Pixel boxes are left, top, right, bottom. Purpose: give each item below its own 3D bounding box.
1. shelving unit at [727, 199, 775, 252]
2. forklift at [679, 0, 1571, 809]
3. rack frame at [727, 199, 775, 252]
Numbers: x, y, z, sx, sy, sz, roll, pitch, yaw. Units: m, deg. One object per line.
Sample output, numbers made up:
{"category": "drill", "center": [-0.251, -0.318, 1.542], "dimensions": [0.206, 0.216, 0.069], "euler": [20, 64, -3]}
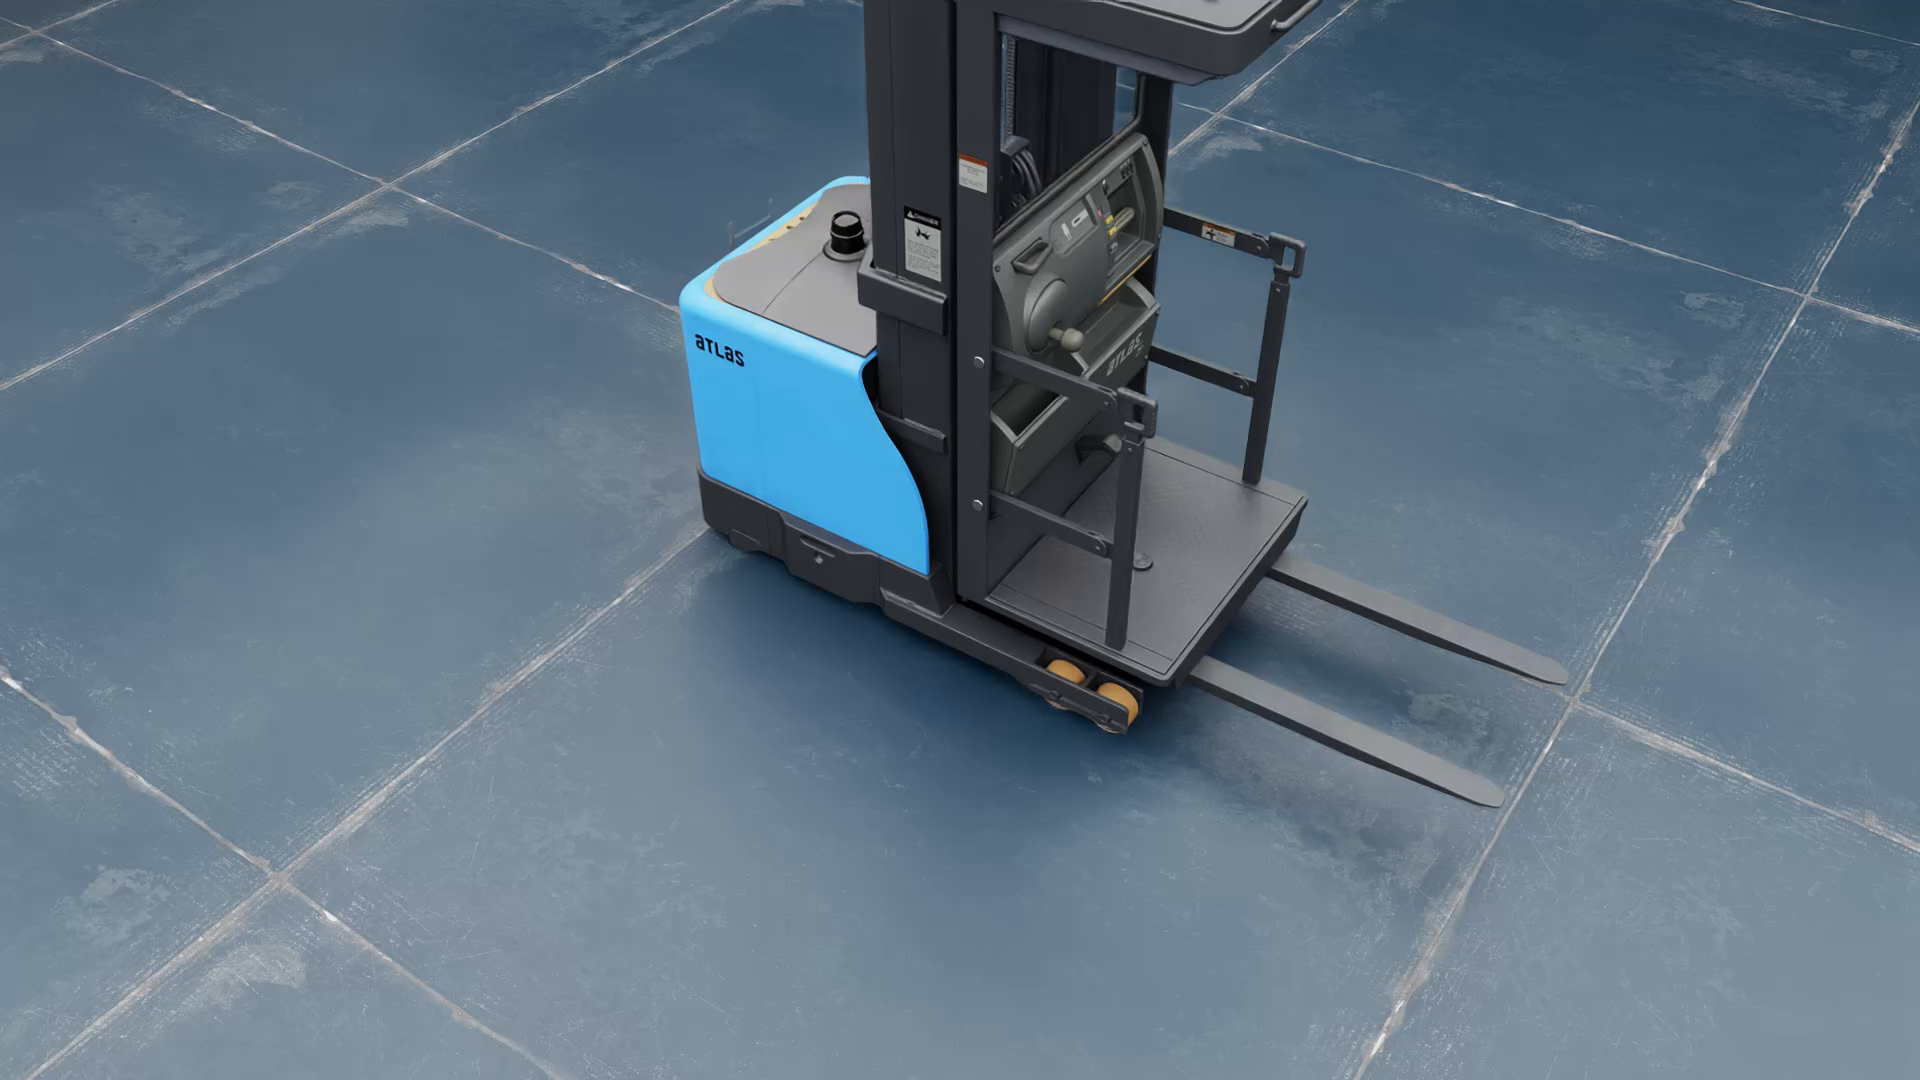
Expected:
{"category": "shelving unit", "center": [-0.694, -0.858, 6.526], "dimensions": [0.210, 0.900, 0.258], "euler": [26, 48, 30]}
{"category": "forklift", "center": [0.547, -0.858, 5.011], "dimensions": [3.031, 2.935, 1.130], "euler": [24, 47, 24]}
{"category": "rack frame", "center": [-0.773, -0.896, 6.577], "dimensions": [0.006, 0.900, 0.240], "euler": [26, 48, 30]}
